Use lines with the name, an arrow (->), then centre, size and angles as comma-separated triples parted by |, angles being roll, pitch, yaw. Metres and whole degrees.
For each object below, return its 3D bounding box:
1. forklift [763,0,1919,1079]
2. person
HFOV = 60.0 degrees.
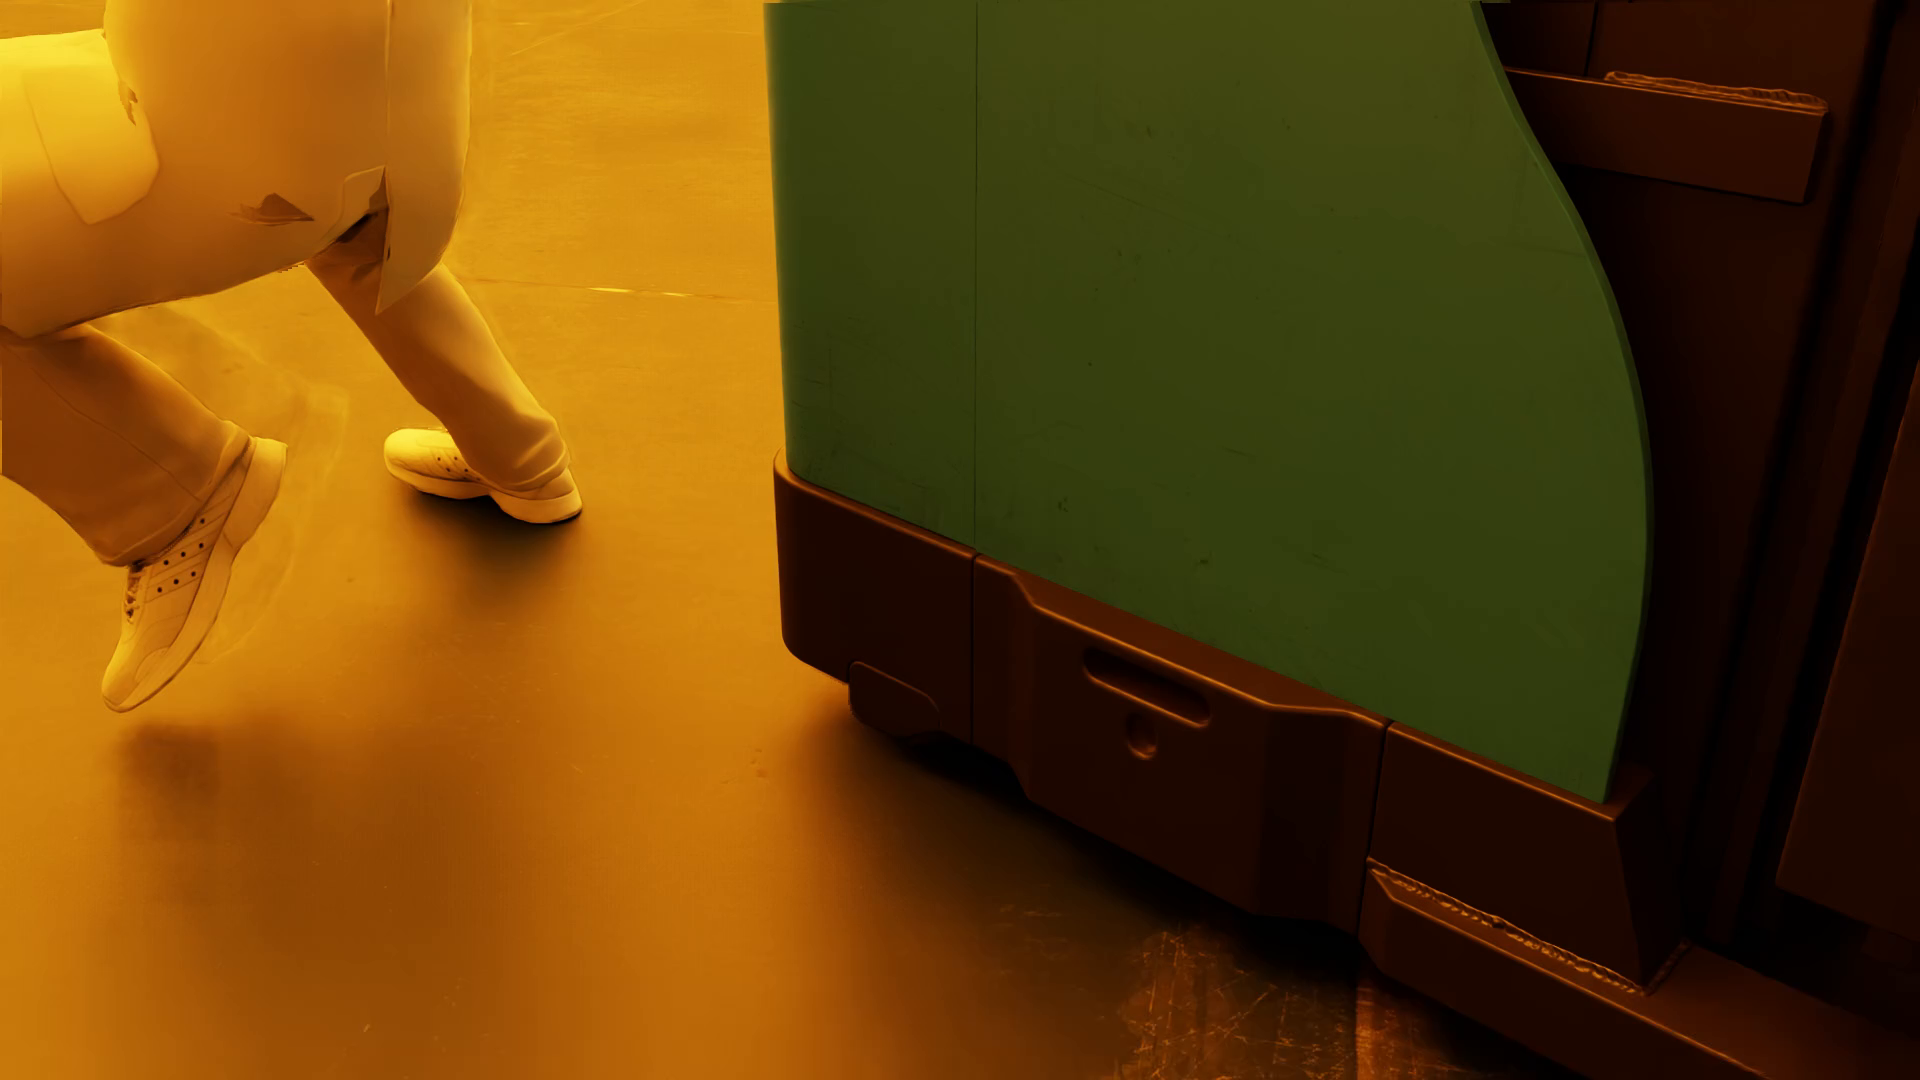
forklift -> 1.209, -0.846, 0.923 | 3.031, 2.935, 1.130 | 22, 34, 37
person -> -0.918, -0.576, 1.958 | 0.820, 1.513, 0.957 | 14, 30, 26
